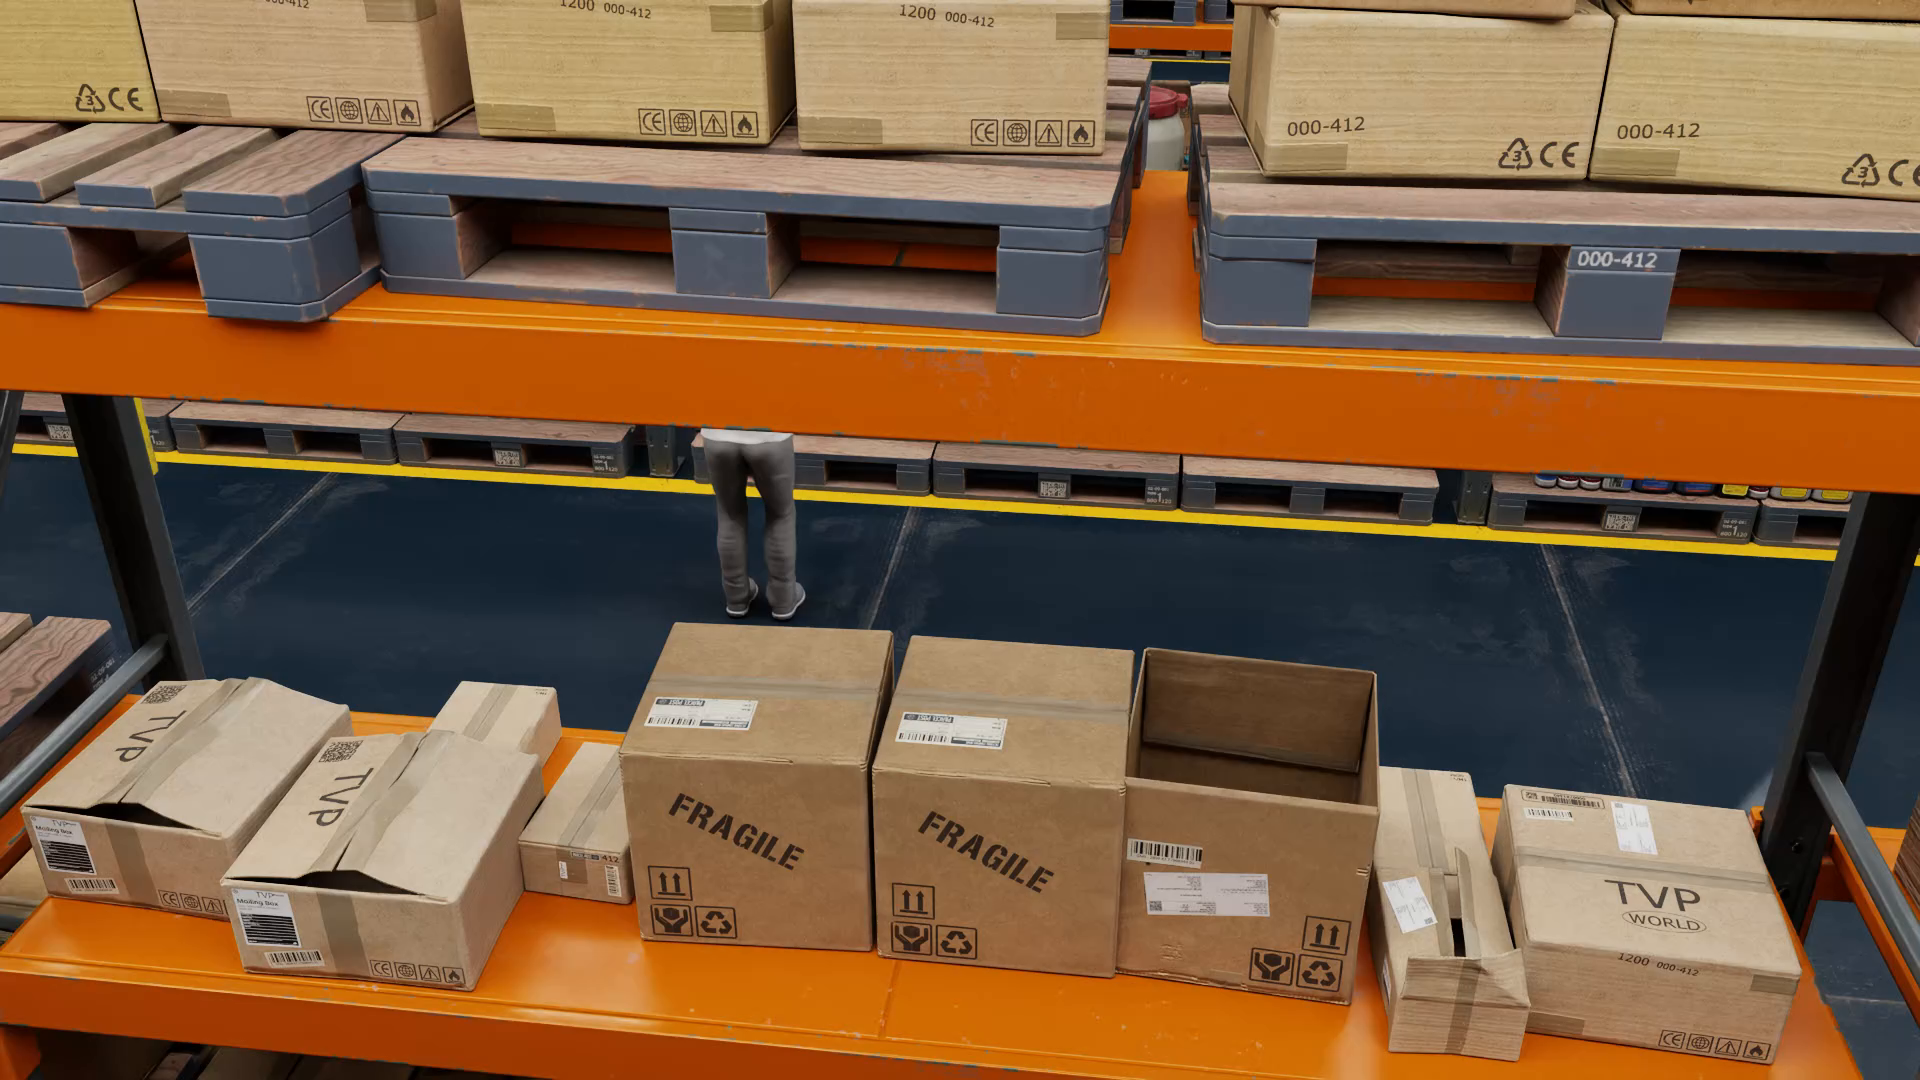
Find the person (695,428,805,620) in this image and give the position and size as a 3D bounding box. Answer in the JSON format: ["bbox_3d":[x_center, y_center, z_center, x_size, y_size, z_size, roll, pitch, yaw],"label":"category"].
[{"bbox_3d":[-0.865,-0.451,6.929,0.451,1.688,0.533,4,29,7],"label":"person"}]
